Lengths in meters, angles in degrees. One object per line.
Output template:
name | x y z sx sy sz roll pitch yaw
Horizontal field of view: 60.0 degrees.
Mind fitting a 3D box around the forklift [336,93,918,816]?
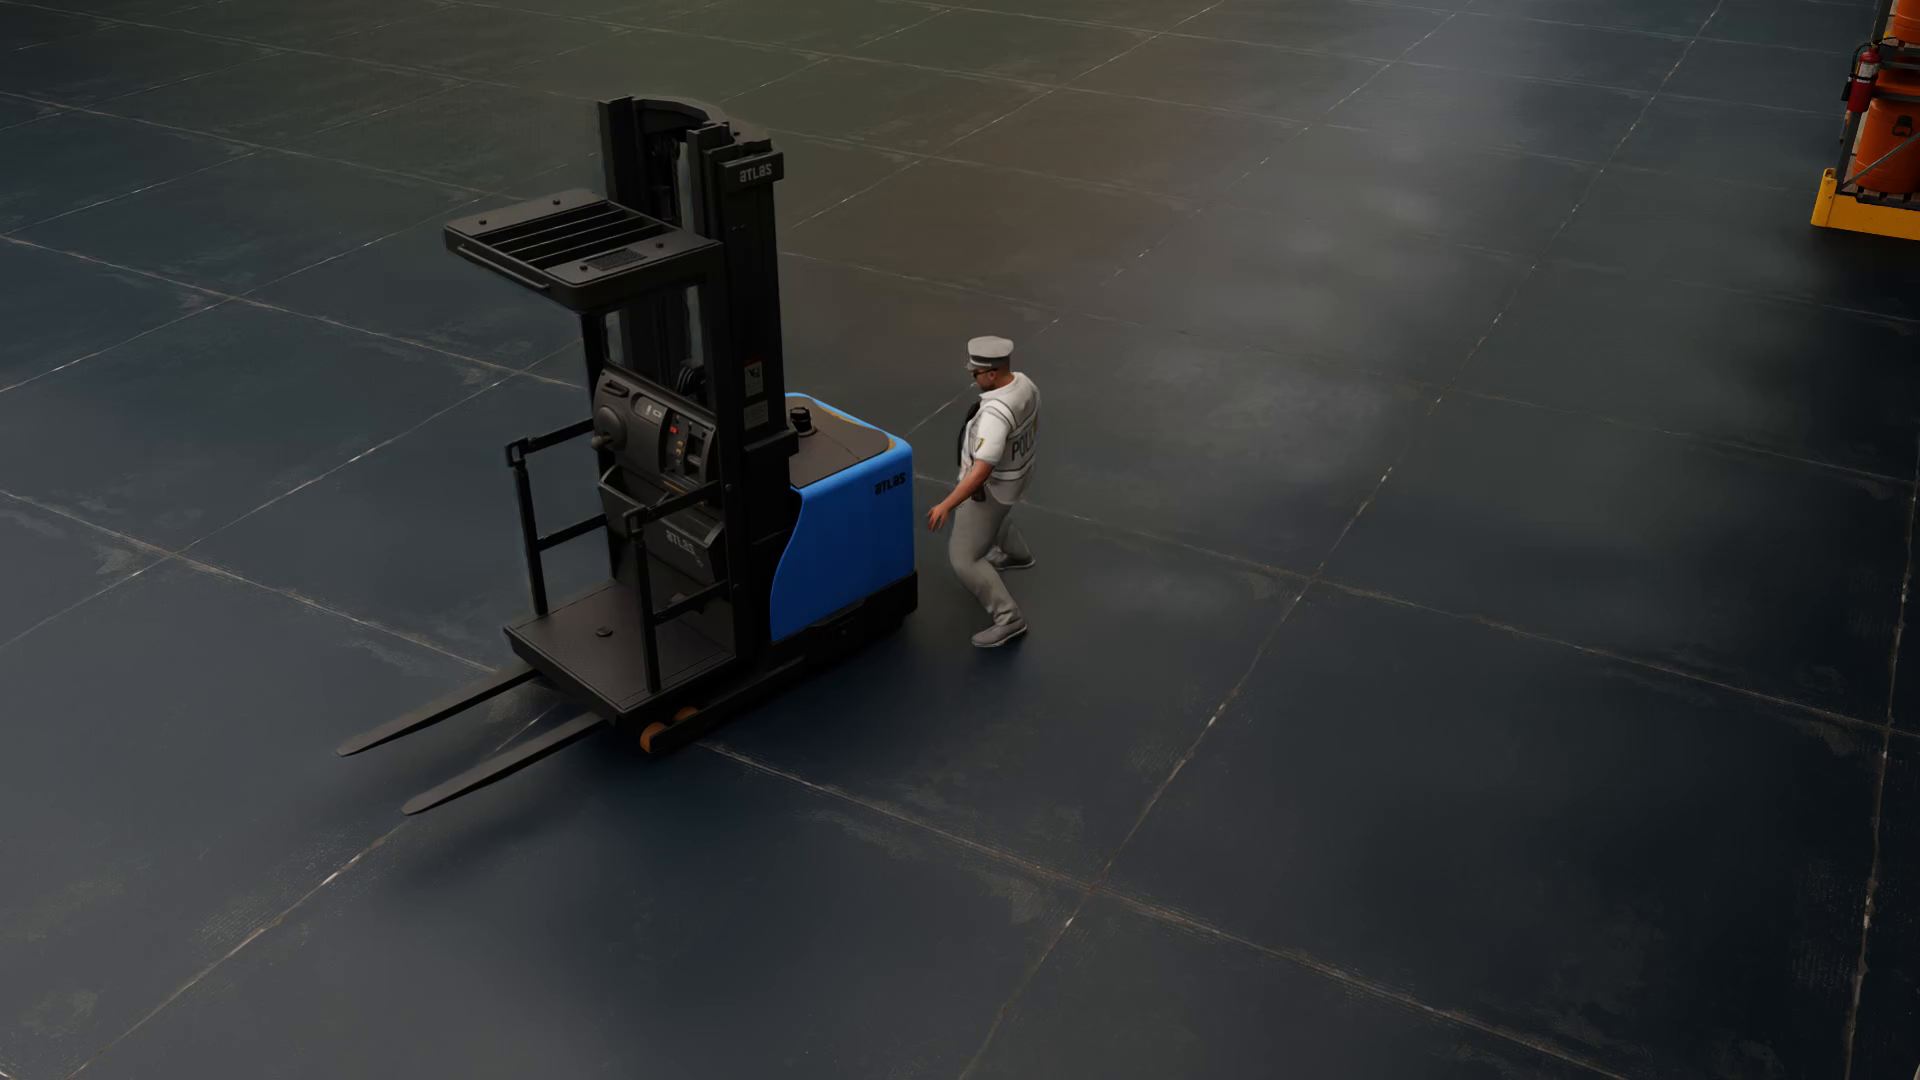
forklift | -1.634 -0.498 7.934 3.031 2.935 1.130 -26 39 -38

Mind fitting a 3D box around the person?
person | 0.170 -0.334 8.971 0.606 1.648 0.947 13 32 21
